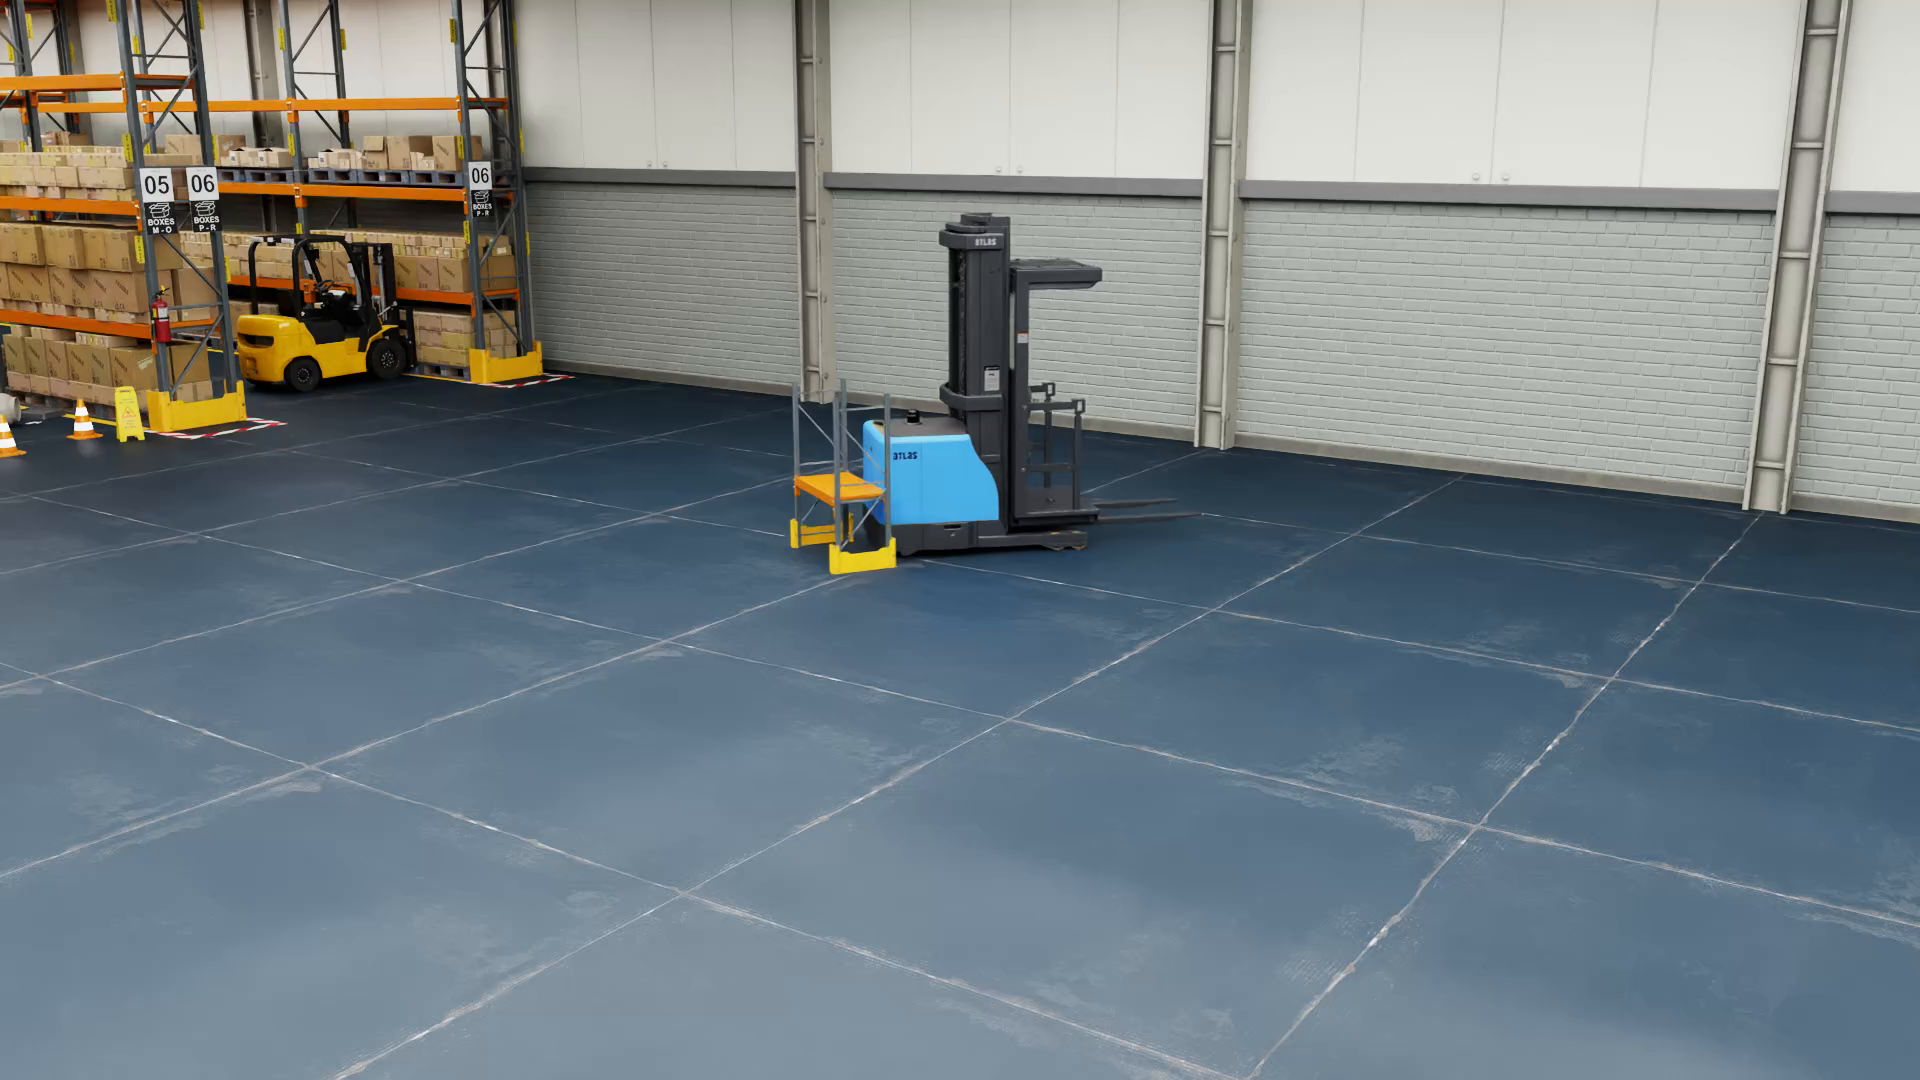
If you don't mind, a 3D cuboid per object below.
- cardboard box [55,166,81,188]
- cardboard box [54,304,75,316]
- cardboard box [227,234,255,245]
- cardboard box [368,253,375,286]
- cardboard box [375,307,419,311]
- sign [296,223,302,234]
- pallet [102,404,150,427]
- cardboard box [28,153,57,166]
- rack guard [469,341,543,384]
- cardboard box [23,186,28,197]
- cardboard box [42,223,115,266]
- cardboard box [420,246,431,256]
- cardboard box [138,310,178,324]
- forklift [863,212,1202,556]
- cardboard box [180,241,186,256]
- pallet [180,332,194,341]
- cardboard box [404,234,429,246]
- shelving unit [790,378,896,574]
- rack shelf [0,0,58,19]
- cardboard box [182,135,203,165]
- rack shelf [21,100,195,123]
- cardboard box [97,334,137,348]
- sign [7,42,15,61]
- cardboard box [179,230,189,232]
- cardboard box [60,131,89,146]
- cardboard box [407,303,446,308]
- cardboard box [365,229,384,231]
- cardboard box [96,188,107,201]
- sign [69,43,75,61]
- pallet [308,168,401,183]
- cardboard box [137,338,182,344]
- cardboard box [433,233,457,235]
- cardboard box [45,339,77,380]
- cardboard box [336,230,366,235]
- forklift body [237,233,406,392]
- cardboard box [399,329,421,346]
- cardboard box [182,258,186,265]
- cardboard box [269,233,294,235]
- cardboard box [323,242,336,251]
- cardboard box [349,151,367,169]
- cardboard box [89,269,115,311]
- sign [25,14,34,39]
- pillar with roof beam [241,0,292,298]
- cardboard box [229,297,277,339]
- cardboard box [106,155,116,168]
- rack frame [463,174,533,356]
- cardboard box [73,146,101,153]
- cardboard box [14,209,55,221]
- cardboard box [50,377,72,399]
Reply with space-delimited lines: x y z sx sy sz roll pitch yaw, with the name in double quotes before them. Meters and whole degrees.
"cardboard box" -11.052 -4.595 21.022 0.500 0.250 0.500 10 17 34
"cardboard box" -11.583 -3.023 21.743 0.250 0.149 0.380 9 17 33
"cardboard box" -11.926 -4.994 27.622 0.250 0.149 0.380 9 16 31
"cardboard box" -9.094 -4.246 25.951 0.500 0.500 0.500 9 17 32
"cardboard box" -8.684 -3.463 25.765 0.500 0.250 0.500 9 16 32
"sign" -10.474 -4.857 26.384 0.005 0.325 0.100 9 17 33
"pallet" -10.345 -1.689 21.634 1.213 0.211 1.003 9 17 33
"cardboard box" -11.756 -4.903 21.435 0.250 0.149 0.380 9 16 32
"rack guard" -6.840 -2.690 25.077 0.348 0.500 1.175 9 17 33
"cardboard box" -11.970 -4.559 21.706 0.250 0.149 0.380 9 16 31
"cardboard box" -11.406 -3.832 21.578 0.500 0.500 0.700 9 17 32
"cardboard box" -7.913 -4.372 25.109 0.250 0.149 0.380 9 17 32
"cardboard box" -10.057 -2.802 20.850 0.250 0.149 0.380 10 17 35
"forklift" 0.674 -1.445 14.990 3.031 2.935 1.130 -3 14 -12
"cardboard box" -13.280 -5.036 28.624 0.500 0.250 0.500 9 17 33
"pallet" -14.097 -3.734 29.893 1.213 0.211 1.003 9 17 33
"cardboard box" -8.172 -4.538 25.163 0.250 0.149 0.380 10 17 34
"shelving unit" -1.039 -0.582 14.480 0.587 1.500 1.083 -6 15 -24
"rack shelf" -18.477 -9.960 31.340 4.000 0.370 1.077 9 17 33
"cardboard box" -12.559 -6.543 27.907 0.500 0.500 0.700 9 16 32
"rack shelf" -15.158 -7.616 29.620 4.000 0.370 1.077 9 17 33
"cardboard box" -10.780 -2.556 21.270 0.250 0.149 0.380 10 17 34
"sign" -17.135 -8.814 30.020 0.005 0.325 0.100 9 17 33
"cardboard box" -13.398 -5.241 28.623 0.250 0.149 0.380 10 17 34
"cardboard box" -16.287 -7.392 30.585 0.258 0.266 0.396 9 17 33
"cardboard box" -8.400 -3.569 26.192 0.500 0.250 0.500 9 16 32
"cardboard box" -9.333 -4.894 26.599 0.250 0.149 0.380 9 17 32
"cardboard box" -10.506 -4.312 20.707 0.250 0.149 0.380 10 17 34
"sign" -16.512 -9.070 30.888 0.005 0.325 0.100 9 17 33
"pallet" -9.457 -5.747 26.165 1.213 0.211 1.003 9 17 33
"cardboard box" -10.598 -2.385 21.931 0.500 0.500 0.500 8 16 31
"cardboard box" -7.874 -4.643 25.587 0.250 0.149 0.380 10 17 35
"cardboard box" -11.727 -2.414 22.046 0.500 0.500 0.500 10 17 36
"cardboard box" -9.596 -4.800 26.219 0.250 0.149 0.380 9 16 32
"forklift body" -9.452 -3.385 24.449 1.214 2.155 2.313 9 17 33
"cardboard box" -8.289 -3.156 25.564 0.500 0.250 0.500 9 16 32
"cardboard box" -13.266 -4.798 28.704 0.500 0.250 0.500 9 17 33
"cardboard box" -11.379 -5.078 27.963 0.250 0.149 0.380 9 17 32
"cardboard box" -9.846 -4.677 26.343 0.250 0.149 0.380 10 17 34
"cardboard box" -9.117 -5.827 25.501 0.258 0.266 0.396 9 16 31
"cardboard box" -10.644 -3.195 21.088 0.500 0.500 0.500 9 17 33
"sign" -12.628 -6.963 22.541 0.005 0.325 0.100 9 17 33
"pillar with roof beam" -14.316 -7.038 24.954 0.400 9.000 9.100 9 17 33
"cardboard box" -11.883 -3.768 28.297 0.625 0.625 0.875 8 16 31
"cardboard box" -10.265 -4.666 20.479 0.250 0.149 0.380 10 17 34
"rack frame" -6.860 -3.907 24.789 0.127 3.000 1.000 9 17 33
"cardboard box" -15.504 -6.925 29.560 0.250 0.149 0.380 9 17 33
"cardboard box" -17.904 -6.204 32.203 0.500 0.500 0.500 9 16 31
"cardboard box" -11.716 -2.049 22.134 0.500 0.250 0.500 9 16 32
